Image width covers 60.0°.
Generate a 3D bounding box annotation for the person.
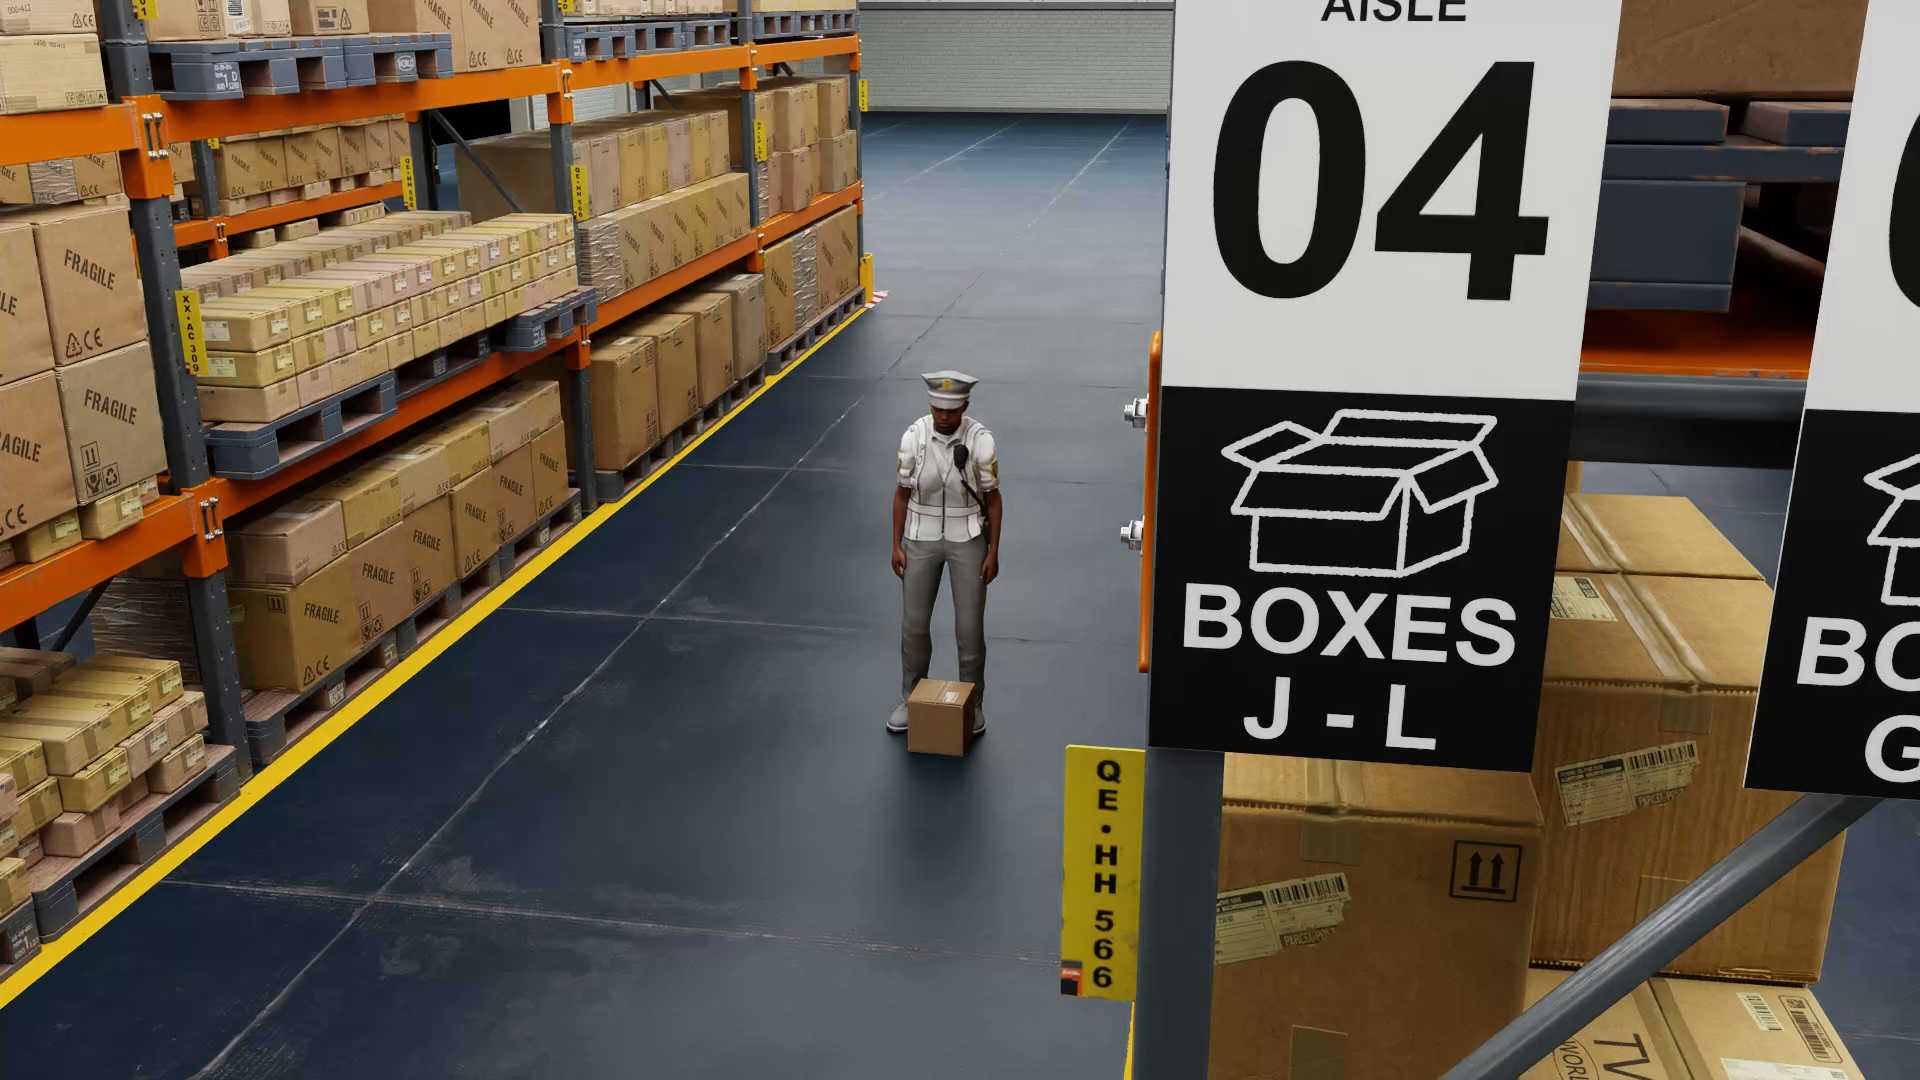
[{"bbox_3d":[-0.069,0.046,7.416,0.506,1.657,0.395,3,18,8],"label":"person"}]
